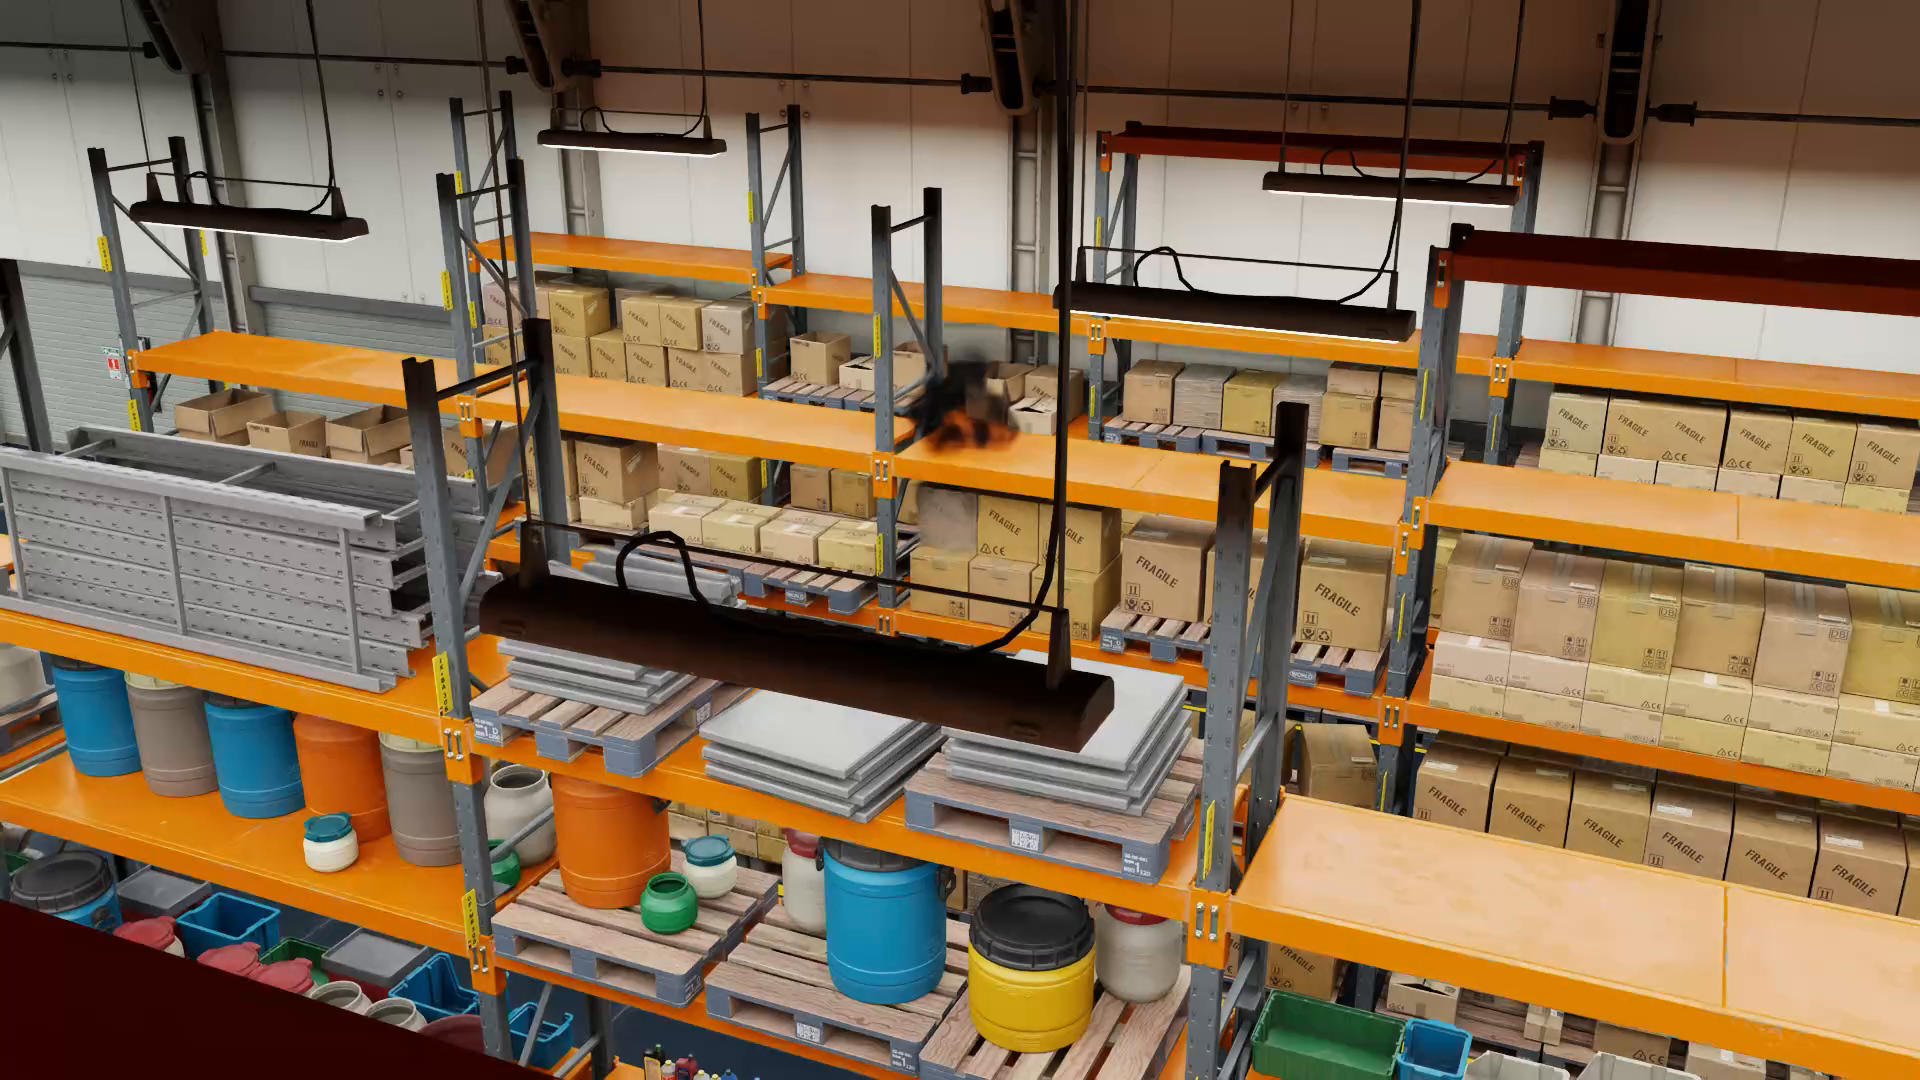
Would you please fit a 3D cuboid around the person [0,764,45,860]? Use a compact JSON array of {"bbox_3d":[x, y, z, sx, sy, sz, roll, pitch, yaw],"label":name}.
[{"bbox_3d":[-7.918,2.378,14.009,0.567,1.651,0.629,5,21,13],"label":"person"}]
